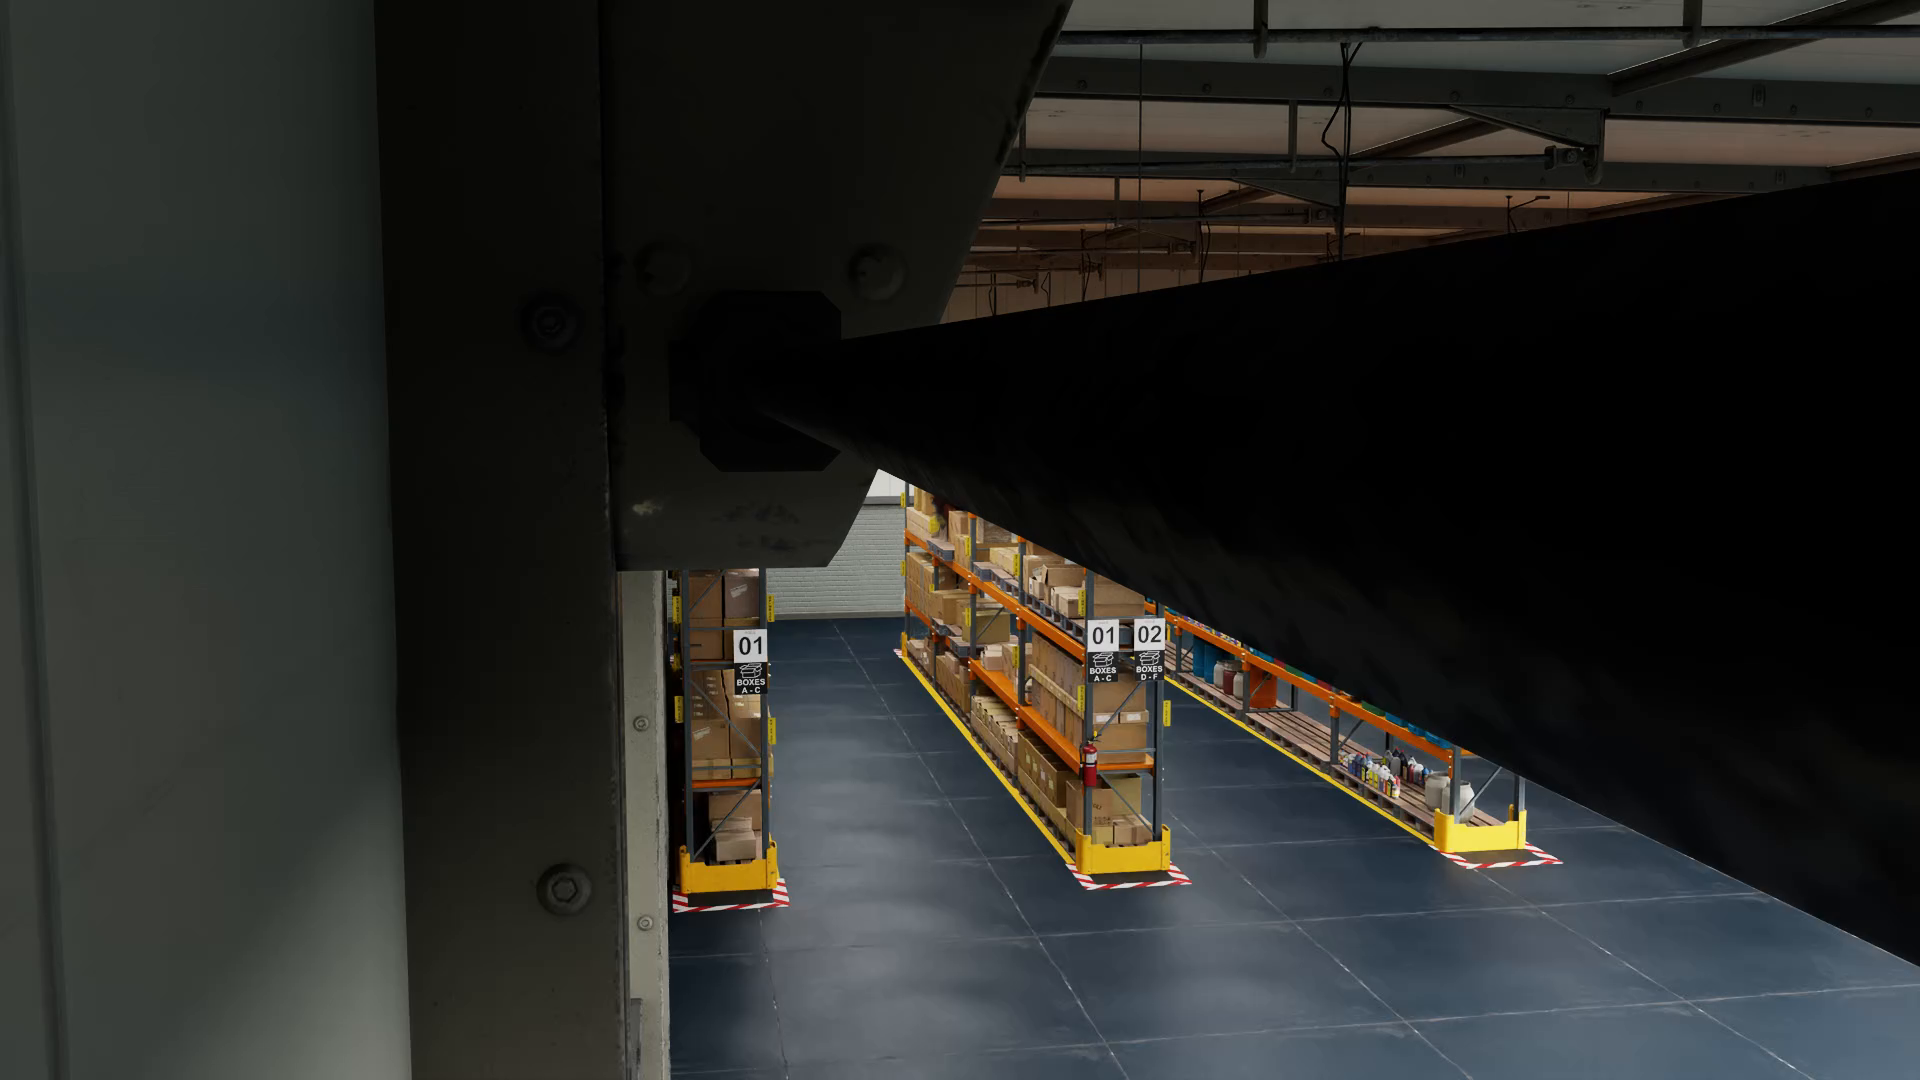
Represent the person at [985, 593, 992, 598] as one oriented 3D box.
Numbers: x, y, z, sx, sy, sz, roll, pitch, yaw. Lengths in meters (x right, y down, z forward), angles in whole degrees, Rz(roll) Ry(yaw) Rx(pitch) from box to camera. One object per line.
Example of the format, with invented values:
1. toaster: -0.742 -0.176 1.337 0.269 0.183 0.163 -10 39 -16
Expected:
1. person: 0.655 1.629 37.314 0.616 1.613 0.595 4 7 34
